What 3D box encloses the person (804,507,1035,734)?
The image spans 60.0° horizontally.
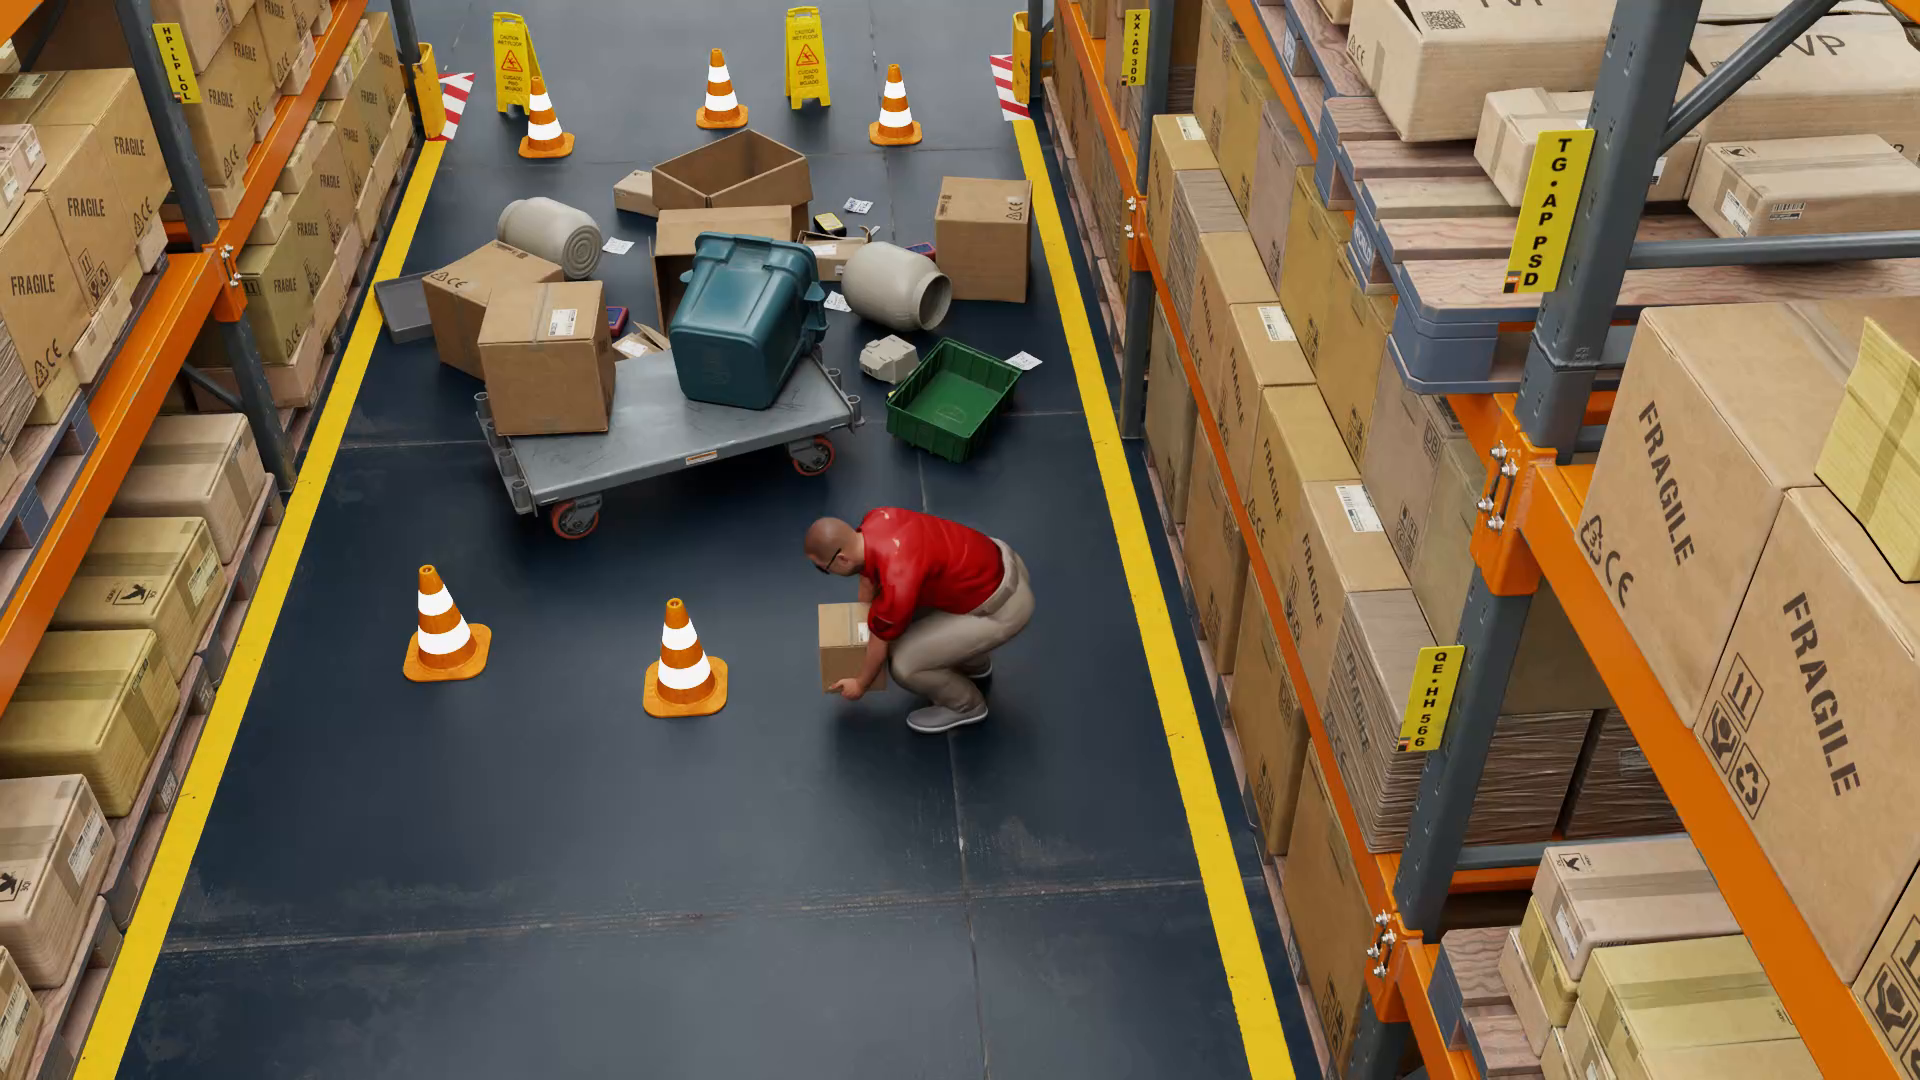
[{"bbox_3d":[-0.147,0.272,6.421,0.865,0.998,0.538,-4,39,-5],"label":"person"}]
